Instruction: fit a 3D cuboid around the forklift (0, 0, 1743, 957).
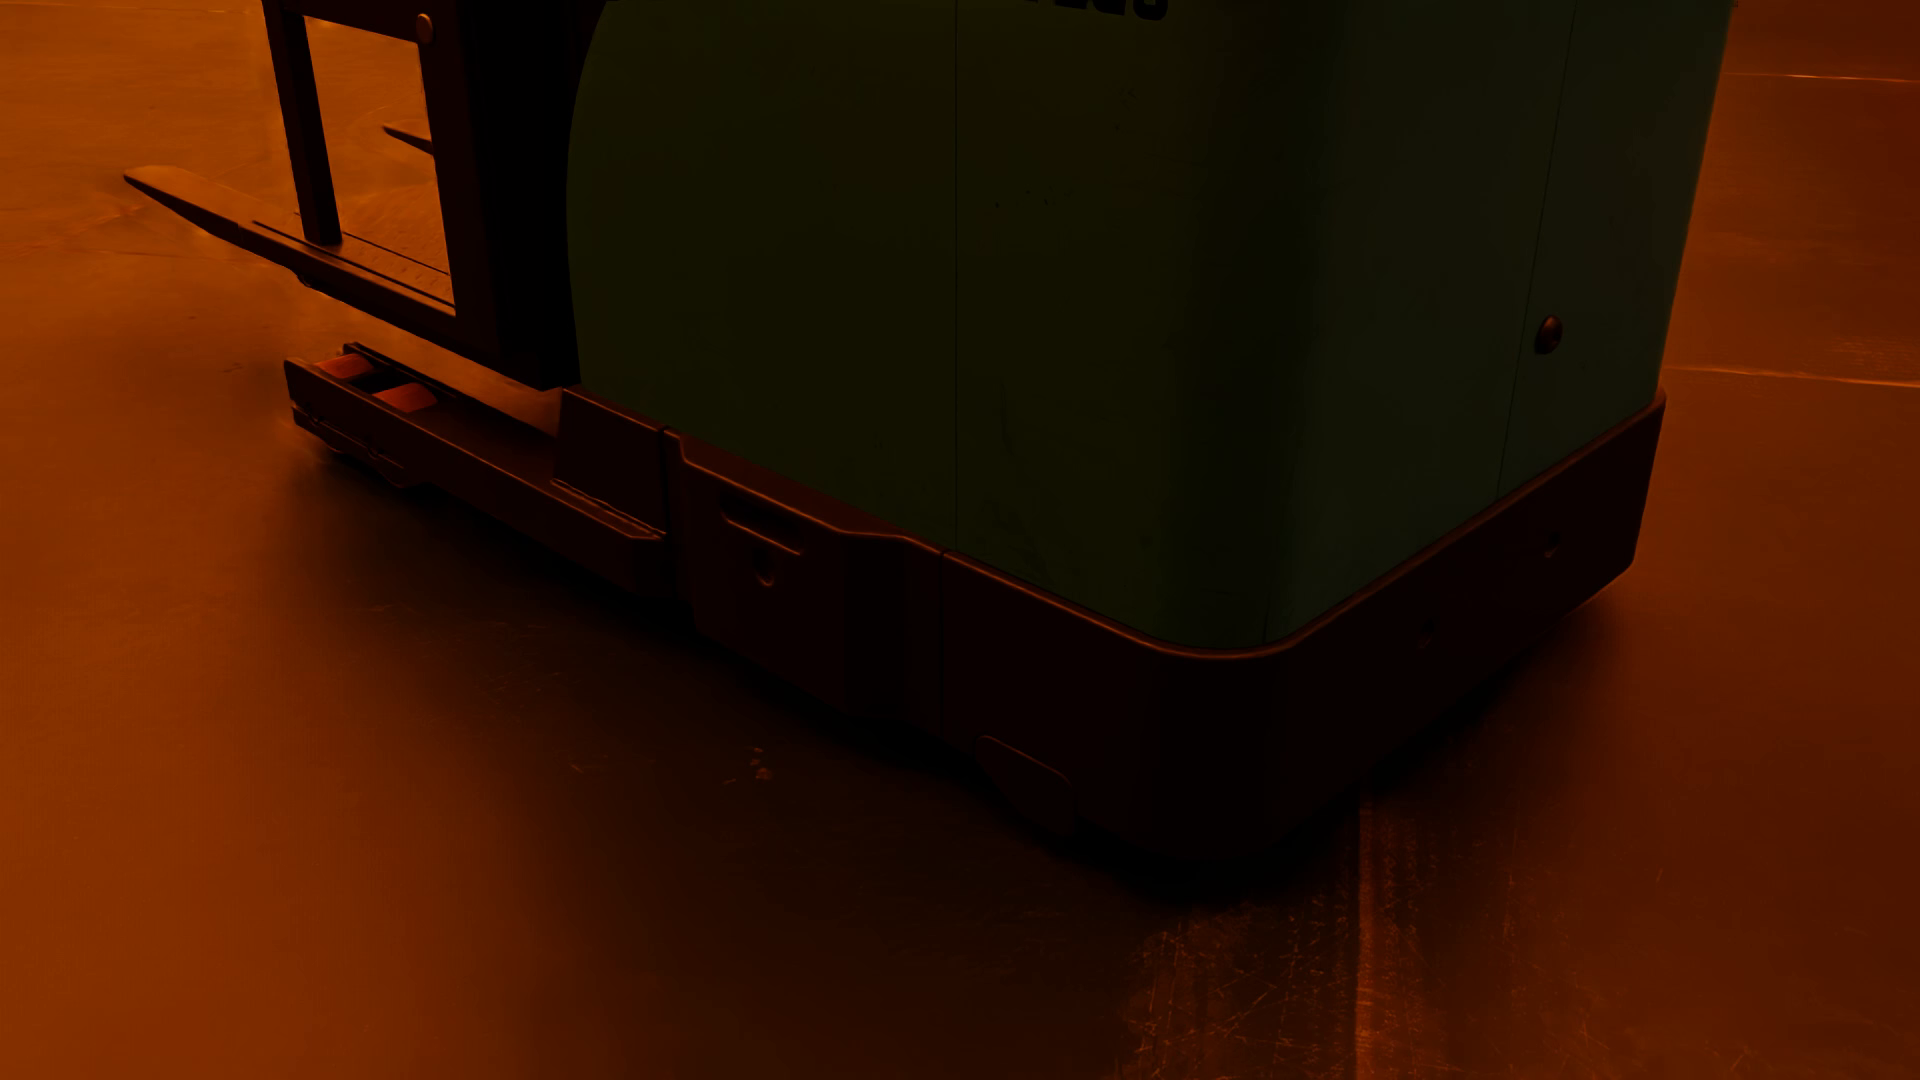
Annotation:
[{"bbox_3d":[-0.489,-1.167,1.559,3.031,2.935,1.130,-15,30,-27],"label":"forklift"}]
